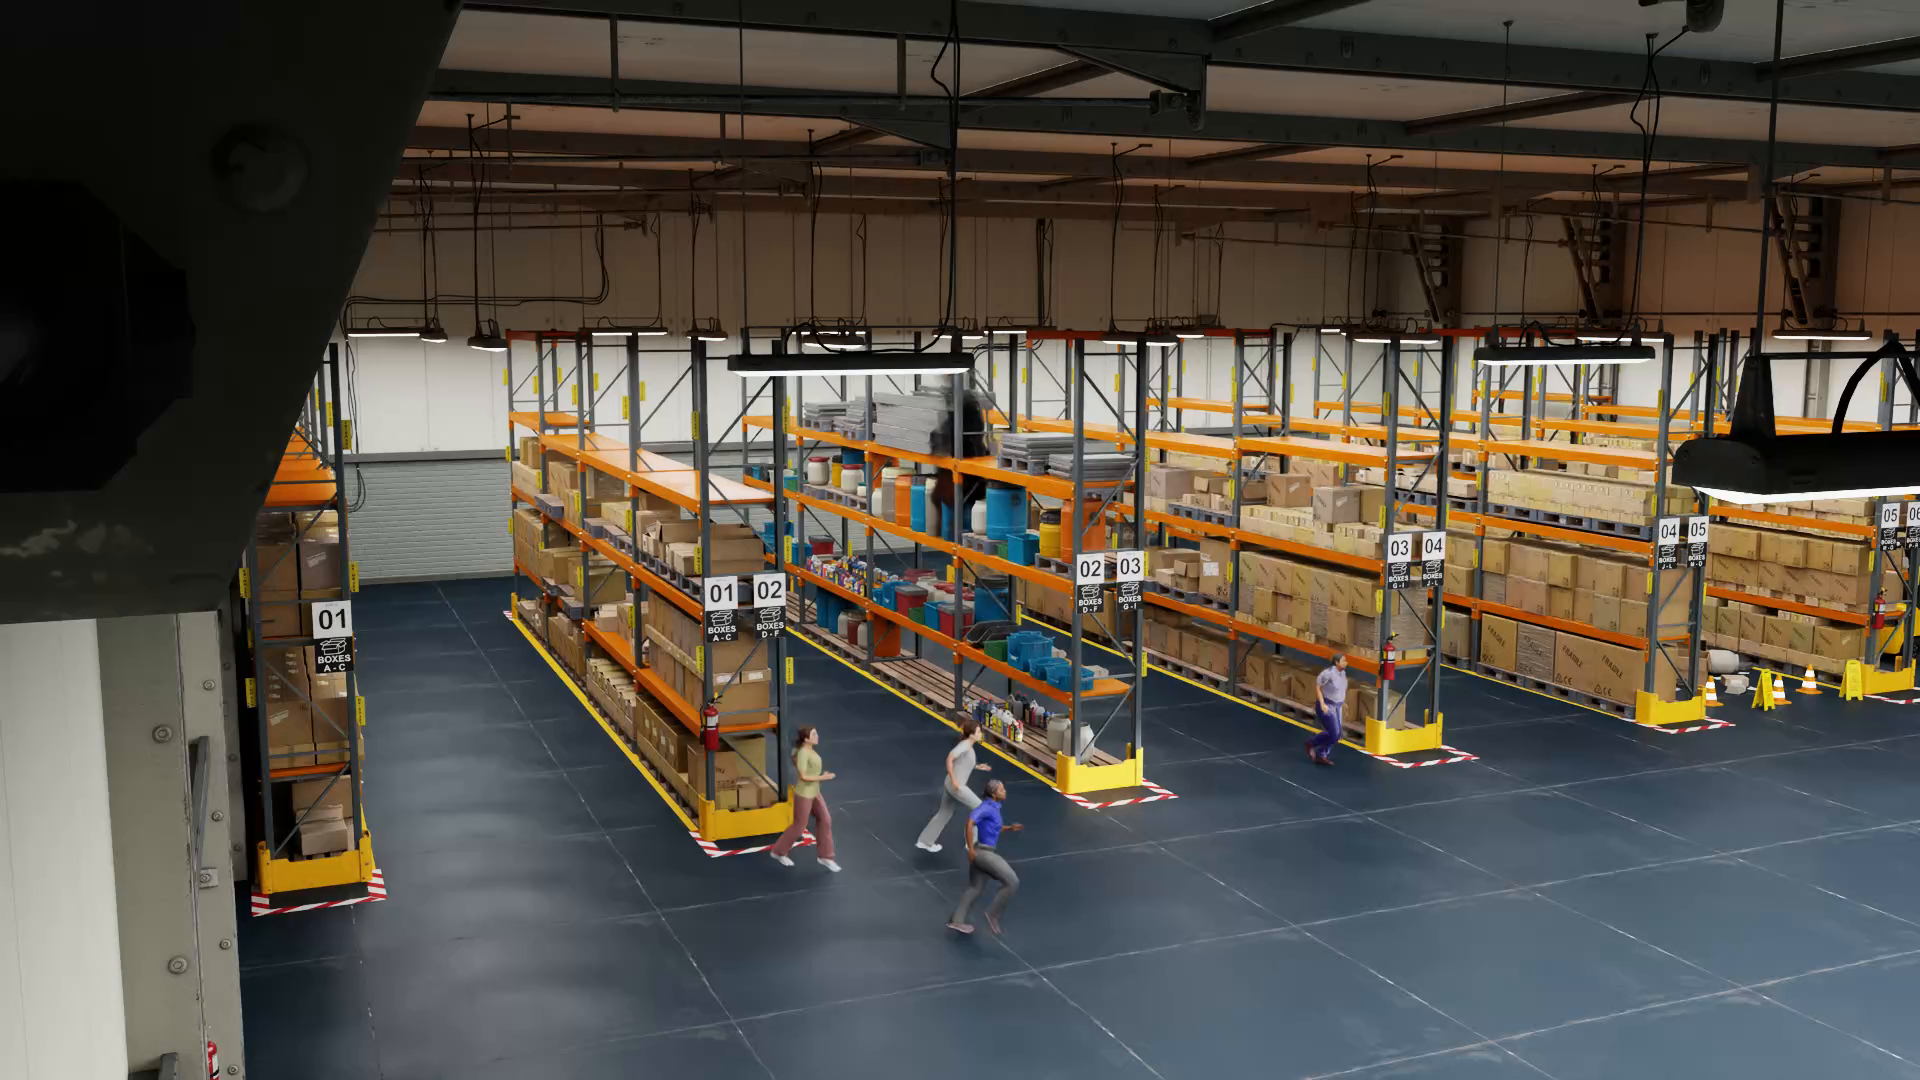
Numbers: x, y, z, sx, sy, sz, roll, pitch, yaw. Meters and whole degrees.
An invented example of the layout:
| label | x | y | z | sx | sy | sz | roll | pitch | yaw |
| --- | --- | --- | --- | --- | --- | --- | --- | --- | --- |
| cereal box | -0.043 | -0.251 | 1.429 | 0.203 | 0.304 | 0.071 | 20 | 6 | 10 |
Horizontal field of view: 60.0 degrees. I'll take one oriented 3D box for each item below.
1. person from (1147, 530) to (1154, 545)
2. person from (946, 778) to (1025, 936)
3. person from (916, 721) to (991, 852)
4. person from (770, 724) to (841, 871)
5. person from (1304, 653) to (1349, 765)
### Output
| label | x | y | z | sx | sy | sz | roll | pitch | yaw |
| --- | --- | --- | --- | --- | --- | --- | --- | --- | --- |
| person | 4.695 | -0.182 | 41.582 | 0.627 | 1.741 | 0.656 | -5 | 9 | -32 |
| person | 0.258 | 3.233 | 16.892 | 0.800 | 1.642 | 0.604 | 0 | 8 | -2 |
| person | -0.065 | 2.916 | 19.361 | 0.867 | 1.651 | 0.581 | 0 | 8 | 0 |
| person | -1.772 | 2.942 | 18.927 | 0.820 | 1.728 | 0.588 | 1 | 8 | 9 |
| person | 5.234 | 2.369 | 23.523 | 0.610 | 1.591 | 0.517 | -7 | 10 | -42 |
